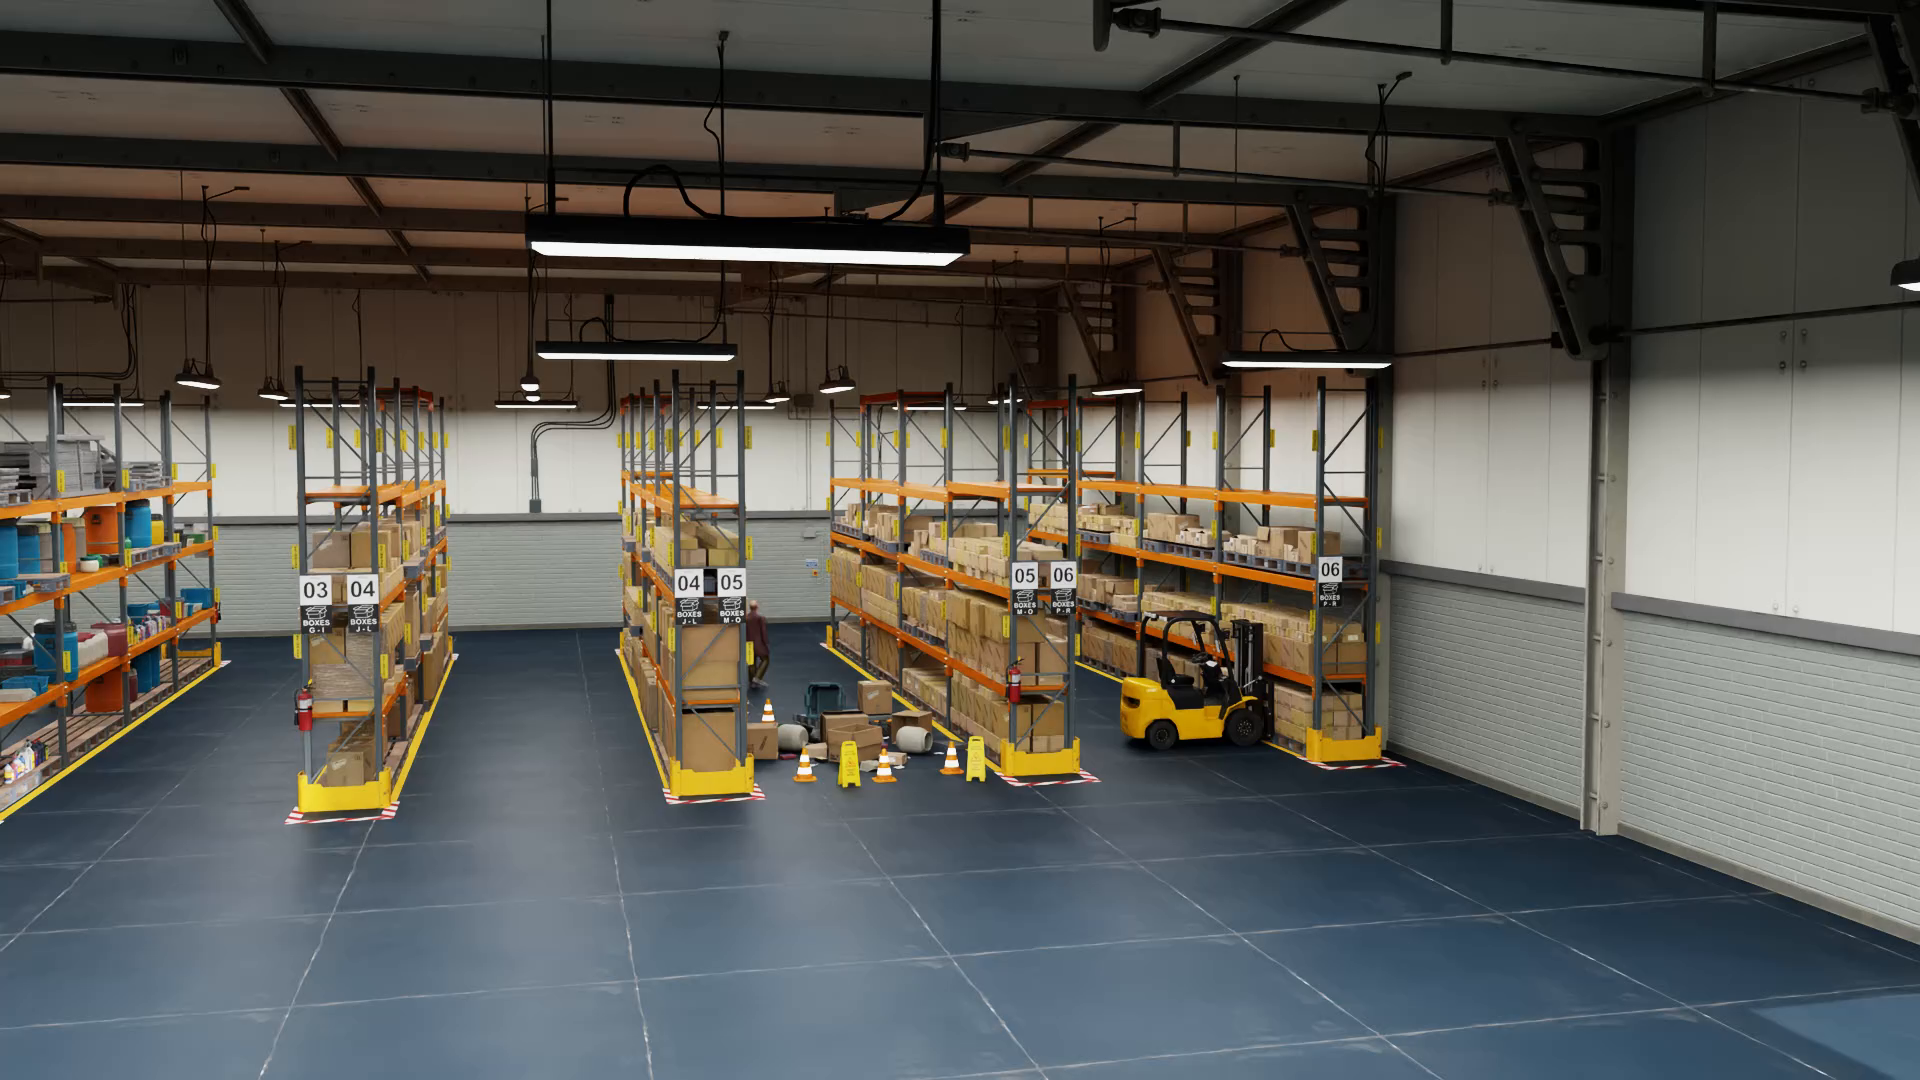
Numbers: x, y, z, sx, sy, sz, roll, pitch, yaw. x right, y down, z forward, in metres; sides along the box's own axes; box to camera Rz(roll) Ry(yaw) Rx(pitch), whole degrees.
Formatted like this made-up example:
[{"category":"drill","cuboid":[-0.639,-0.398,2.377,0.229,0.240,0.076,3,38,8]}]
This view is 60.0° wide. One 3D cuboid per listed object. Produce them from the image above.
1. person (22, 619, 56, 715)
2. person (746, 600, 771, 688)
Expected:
[{"category":"person","cuboid":[-16.877,2.310,30.557,0.683,1.710,1.081,-1,4,-16]},{"category":"person","cuboid":[-4.150,2.112,33.598,0.626,1.779,0.561,1,4,21]}]
